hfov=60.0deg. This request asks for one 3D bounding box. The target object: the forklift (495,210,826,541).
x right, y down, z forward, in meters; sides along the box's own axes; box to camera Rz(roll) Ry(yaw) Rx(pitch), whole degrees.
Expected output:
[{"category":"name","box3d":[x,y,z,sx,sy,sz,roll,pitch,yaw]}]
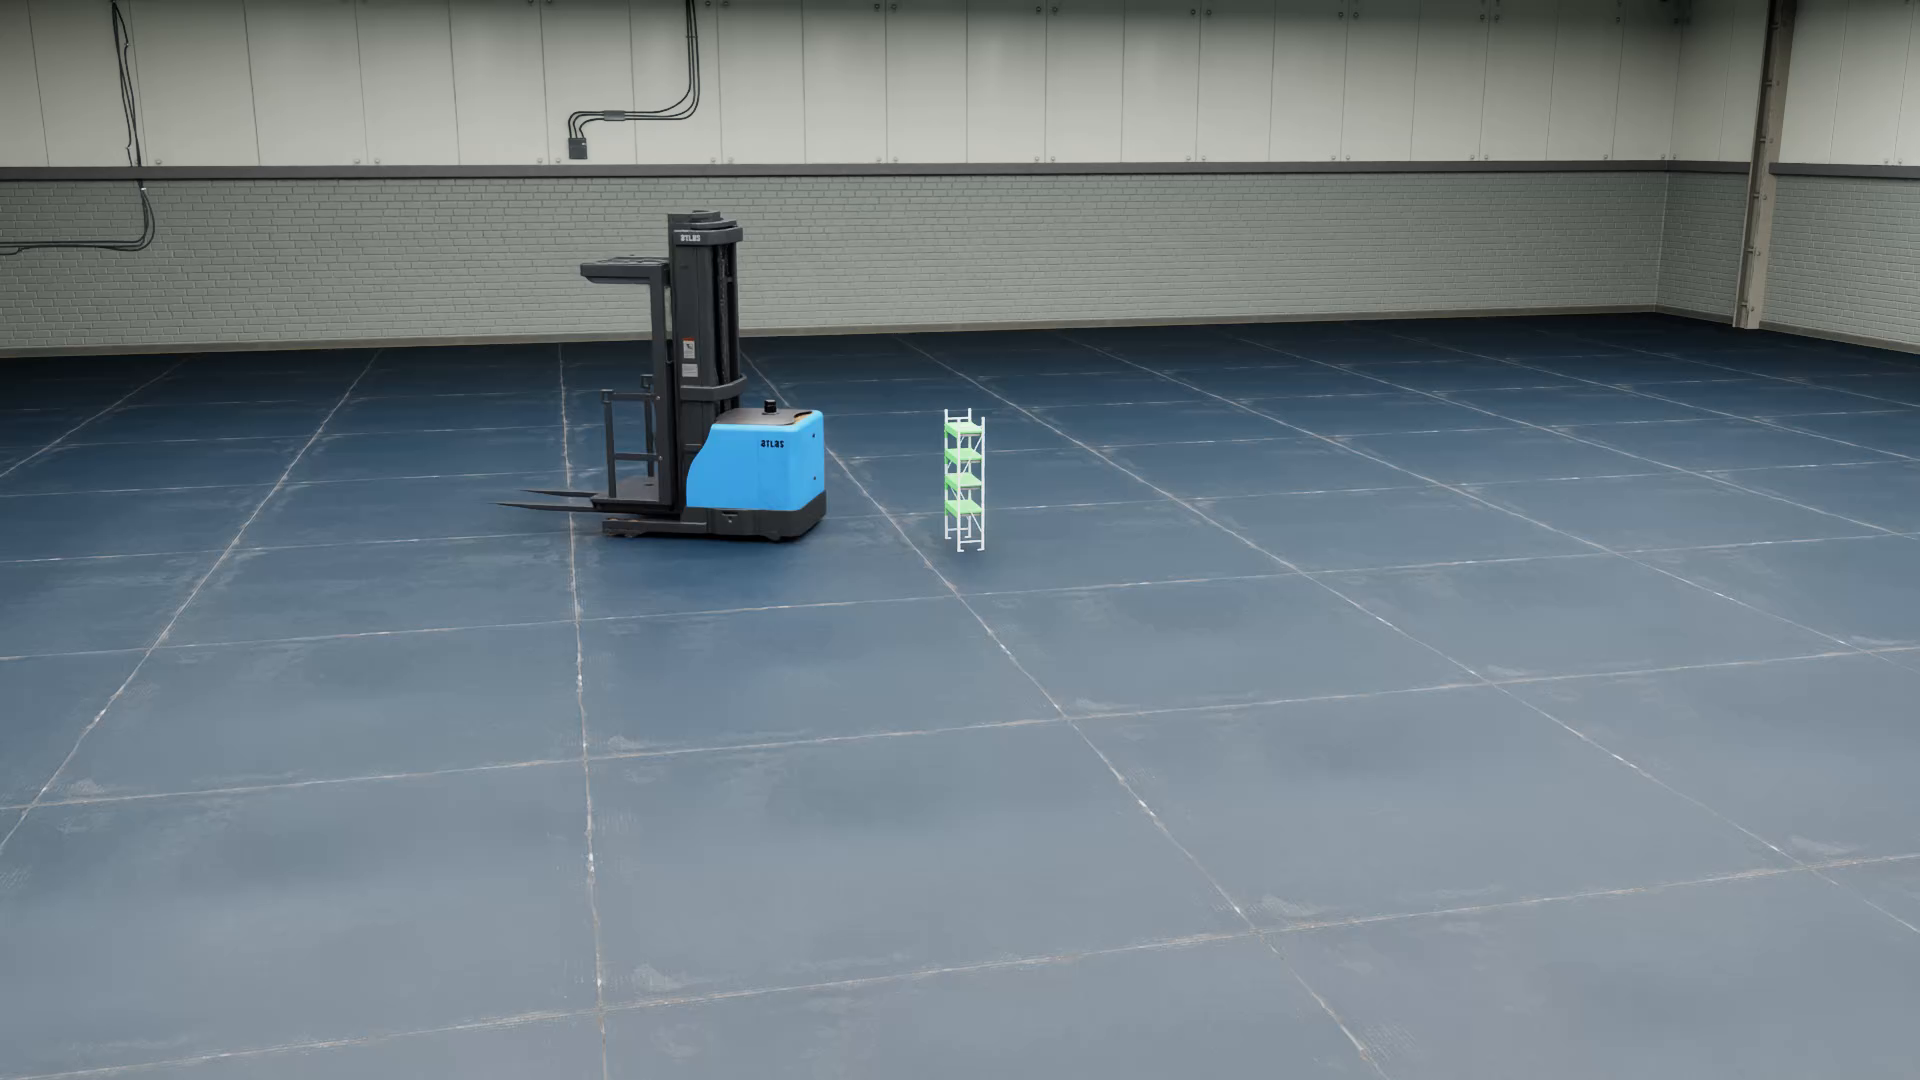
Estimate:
[{"category":"forklift","box3d":[-2.851,-1.567,15.489,3.031,2.935,1.130,2,14,10]}]

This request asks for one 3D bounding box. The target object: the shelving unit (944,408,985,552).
[{"category":"shelving unit","box3d":[0.039,-0.545,14.951,0.258,1.200,0.503,-3,14,-13]}]

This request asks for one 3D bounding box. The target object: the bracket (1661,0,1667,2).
[{"category":"bracket","box3d":[14.108,-10.824,33.009,0.235,0.232,0.430,-3,14,-13]}]

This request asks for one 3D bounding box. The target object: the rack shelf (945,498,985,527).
[{"category":"rack shelf","box3d":[0.039,-0.249,15.023,0.258,0.148,0.480,-3,14,-13]}]

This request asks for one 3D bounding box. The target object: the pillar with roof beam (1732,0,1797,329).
[{"category":"pillar with roof beam","box3d":[10.923,-8.213,29.905,9.100,9.000,0.548,-3,14,-13]}]

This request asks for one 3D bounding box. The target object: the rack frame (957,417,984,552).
[{"category":"rack frame","box3d":[0.096,-0.488,14.721,0.240,1.200,0.015,-3,14,-13]}]

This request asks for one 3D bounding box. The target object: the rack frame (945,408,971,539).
[{"category":"rack frame","box3d":[-0.018,-0.601,15.182,0.240,1.200,0.015,-3,14,-13]}]

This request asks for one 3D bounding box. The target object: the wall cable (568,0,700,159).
[{"category":"wall cable","box3d":[-5.686,-9.628,28.532,2.305,6.003,0.169,-3,14,-13]}]

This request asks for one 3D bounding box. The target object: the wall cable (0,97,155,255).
[{"category":"wall cable","box3d":[-14.918,-5.942,27.153,3.097,2.526,0.112,-3,14,-13]}]

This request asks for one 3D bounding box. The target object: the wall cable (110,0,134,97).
[{"category":"wall cable","box3d":[-12.288,-8.546,27.171,3.097,2.526,0.112,-3,14,-13]}]

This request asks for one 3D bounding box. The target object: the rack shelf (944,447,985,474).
[{"category":"rack shelf","box3d":[0.039,-0.716,14.910,0.258,0.148,0.480,-3,14,-13]}]

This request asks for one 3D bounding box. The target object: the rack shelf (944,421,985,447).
[{"category":"rack shelf","box3d":[0.039,-0.949,14.853,0.258,0.148,0.480,-3,14,-13]}]

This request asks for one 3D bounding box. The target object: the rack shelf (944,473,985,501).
[{"category":"rack shelf","box3d":[0.039,-0.483,14.966,0.258,0.148,0.480,-3,14,-13]}]
